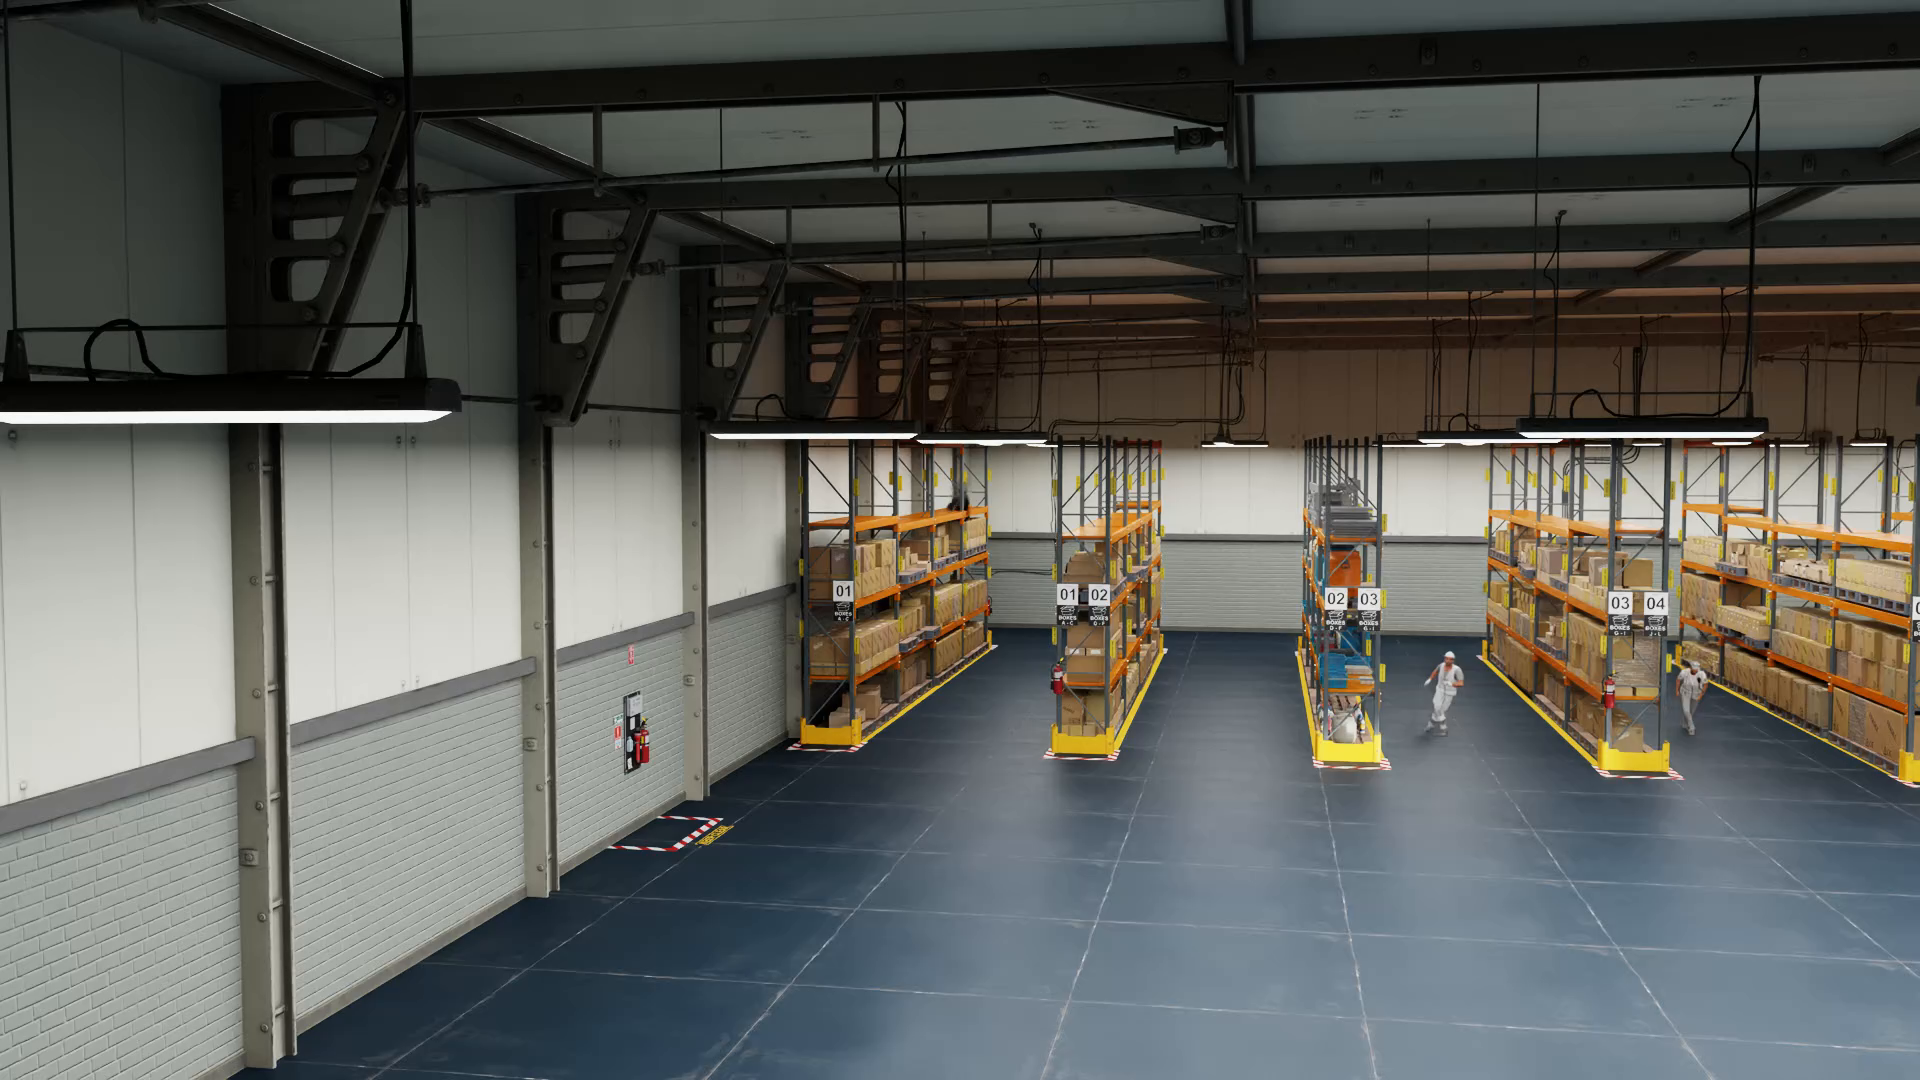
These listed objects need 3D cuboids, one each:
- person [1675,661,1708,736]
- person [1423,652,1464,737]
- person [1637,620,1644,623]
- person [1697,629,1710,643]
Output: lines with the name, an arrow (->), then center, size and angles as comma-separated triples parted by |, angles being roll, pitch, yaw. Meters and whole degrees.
person -> 14.752, 3.148, 33.579 | 0.598, 1.523, 1.083 | 1, 3, 16
person -> 9.656, 3.051, 33.219 | 0.810, 1.683, 0.723 | 1, 3, 22
person -> 18.404, 2.469, 44.953 | 0.903, 1.644, 0.597 | -3, 4, -41
person -> 20.413, 2.429, 45.524 | 0.726, 1.707, 0.642 | 1, 3, 17
